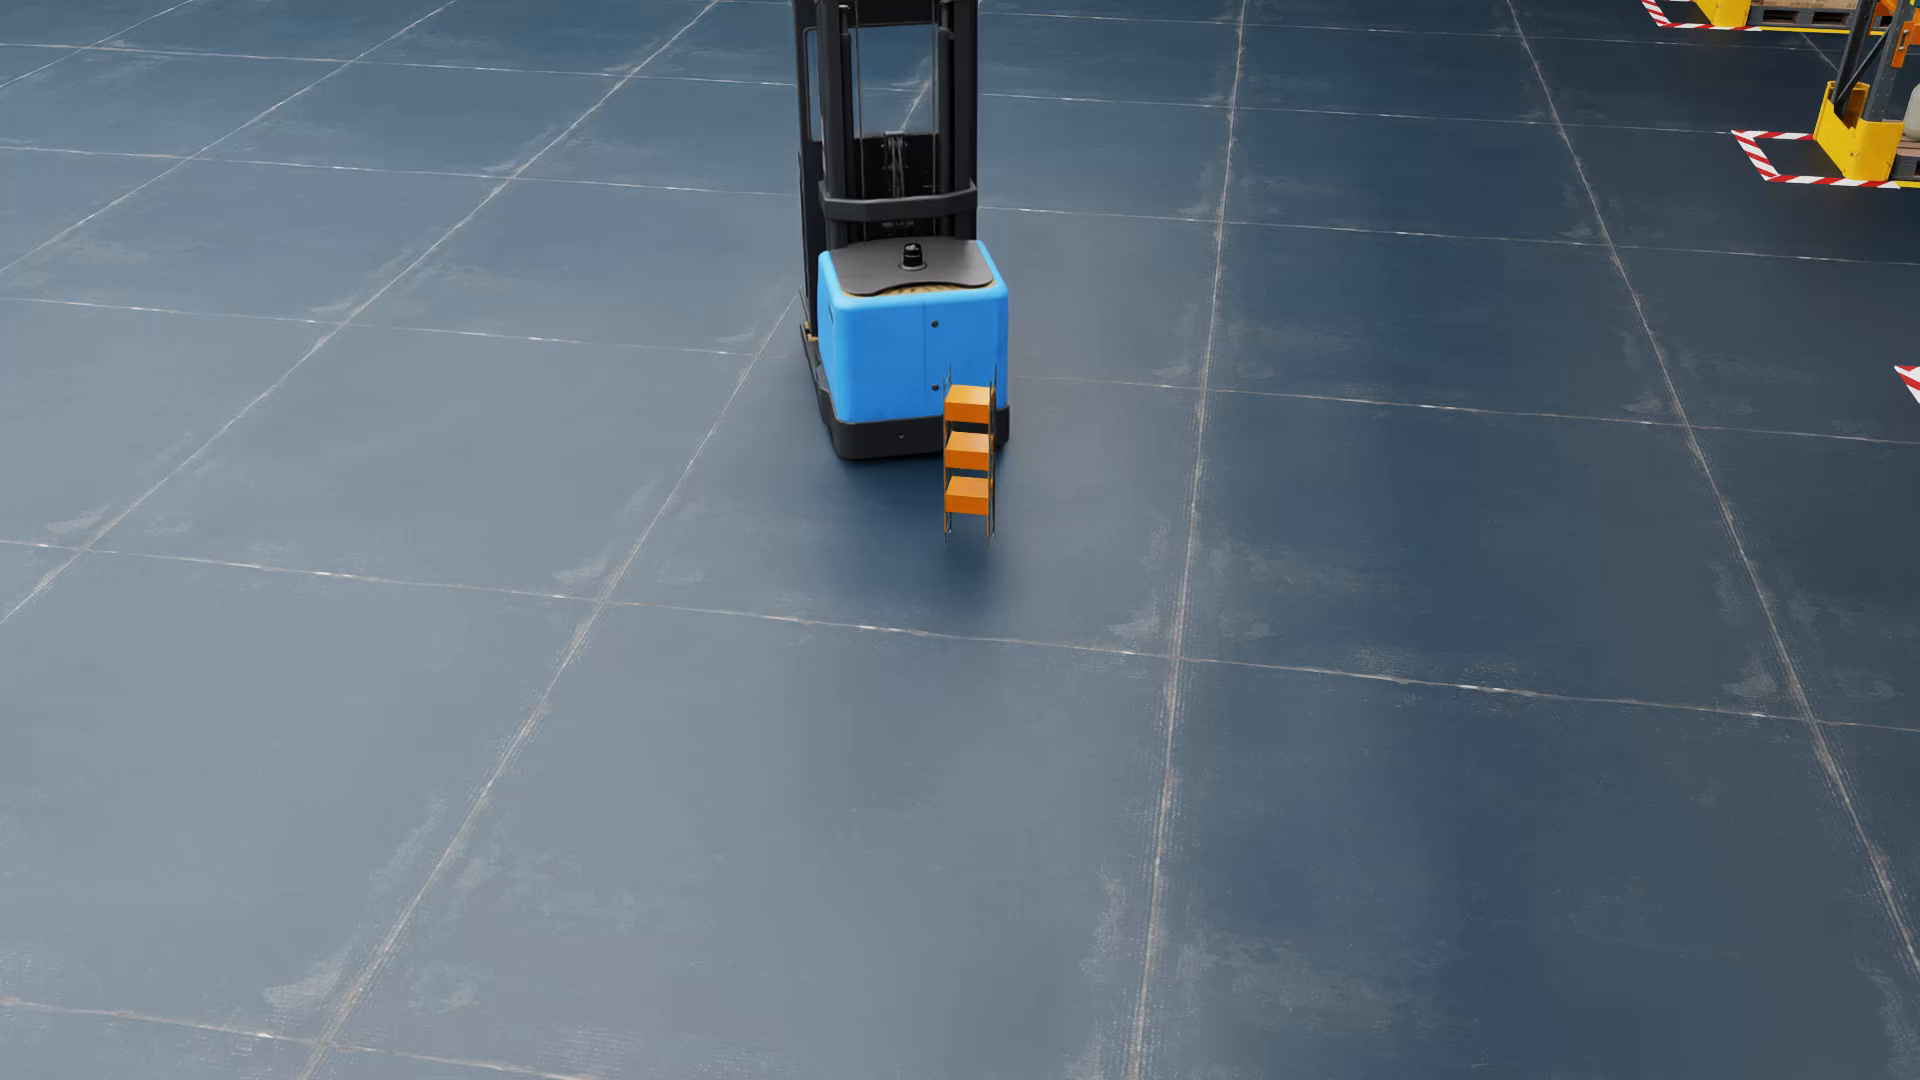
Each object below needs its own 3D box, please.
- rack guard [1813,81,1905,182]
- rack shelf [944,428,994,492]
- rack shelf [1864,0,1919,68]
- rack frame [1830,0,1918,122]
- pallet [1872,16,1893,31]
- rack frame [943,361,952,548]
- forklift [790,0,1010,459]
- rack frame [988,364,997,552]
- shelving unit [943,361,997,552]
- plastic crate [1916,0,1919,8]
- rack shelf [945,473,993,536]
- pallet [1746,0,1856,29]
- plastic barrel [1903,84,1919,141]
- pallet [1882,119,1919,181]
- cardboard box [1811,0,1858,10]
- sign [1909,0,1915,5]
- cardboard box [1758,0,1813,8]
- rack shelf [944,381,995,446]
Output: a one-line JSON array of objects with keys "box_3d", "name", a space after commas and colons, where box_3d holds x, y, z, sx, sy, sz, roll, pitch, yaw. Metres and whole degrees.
[{"box_3d": [7.812, -3.568, 14.480, 0.348, 0.500, 1.175, 5, 32, 8], "name": "rack guard"}, {"box_3d": [0.053, -0.431, 8.969, 0.240, 0.259, 0.215, 5, 32, 8], "name": "rack shelf"}, {"box_3d": [9.701, -4.127, 13.694, 4.000, 0.370, 1.077, 5, 32, 8], "name": "rack shelf"}, {"box_3d": [7.729, -4.610, 13.788, 0.127, 3.000, 1.000, 5, 32, 8], "name": "rack frame"}, {"box_3d": [10.526, -5.862, 18.416, 1.213, 0.211, 1.003, 5, 32, 8], "name": "pallet"}, {"box_3d": [-0.068, -0.451, 8.981, 0.008, 1.050, 0.200, 5, 32, 8], "name": "rack frame"}, {"box_3d": [-0.483, -2.493, 10.470, 1.130, 2.935, 3.031, -6, 33, -9], "name": "forklift"}, {"box_3d": [0.173, -0.429, 8.946, 0.008, 1.050, 0.200, 5, 32, 8], "name": "rack frame"}, {"box_3d": [0.053, -0.440, 8.964, 0.252, 1.050, 0.215, 5, 32, 8], "name": "shelving unit"}, {"box_3d": [8.273, -4.659, 14.006, 0.616, 0.251, 0.499, 5, 32, 8], "name": "plastic crate"}, {"box_3d": [0.053, -0.196, 9.117, 0.240, 0.259, 0.215, 5, 32, 8], "name": "rack shelf"}, {"box_3d": [9.327, -5.972, 18.592, 1.213, 0.211, 1.003, 5, 32, 8], "name": "pallet"}, {"box_3d": [8.391, -3.715, 14.307, 0.421, 0.512, 0.421, 0, 32, 0], "name": "plastic barrel"}, {"box_3d": [8.612, -3.371, 14.436, 1.213, 0.211, 1.003, 5, 32, 8], "name": "pallet"}, {"box_3d": [9.551, -6.006, 18.214, 0.500, 0.250, 0.500, 5, 32, 8], "name": "cardboard box"}, {"box_3d": [7.632, -4.440, 13.256, 0.005, 0.325, 0.100, 5, 32, 8], "name": "sign"}, {"box_3d": [9.057, -6.049, 18.282, 0.500, 0.250, 0.500, 5, 32, 8], "name": "cardboard box"}, {"box_3d": [0.053, -0.672, 8.819, 0.240, 0.259, 0.215, 5, 32, 8], "name": "rack shelf"}]
